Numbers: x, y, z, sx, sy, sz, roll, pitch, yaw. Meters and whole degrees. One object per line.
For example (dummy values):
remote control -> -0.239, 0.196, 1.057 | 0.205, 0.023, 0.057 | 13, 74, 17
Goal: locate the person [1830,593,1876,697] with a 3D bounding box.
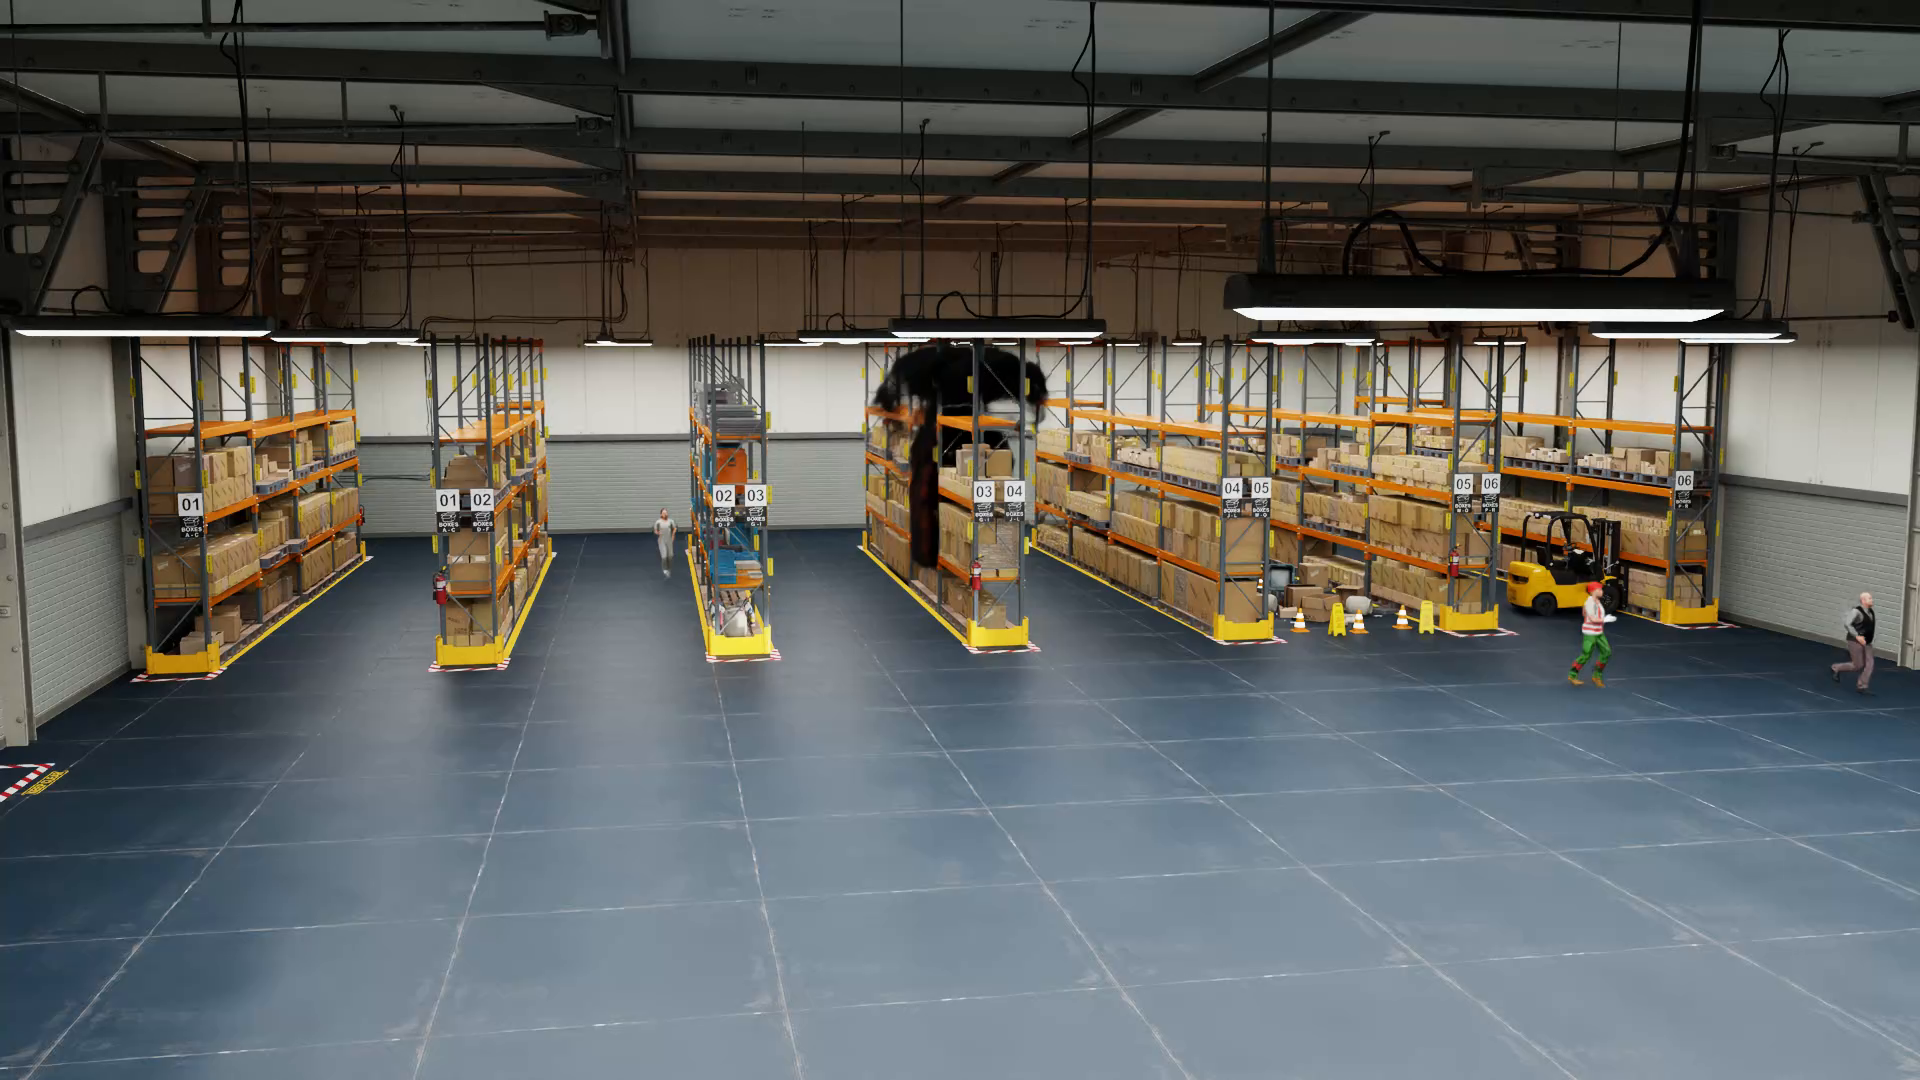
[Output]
person -> 15.004, 1.717, 27.805 | 0.684, 1.705, 0.788 | -4, 8, -32

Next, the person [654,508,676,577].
person -> -7.111, 0.077, 40.239 | 0.553, 1.678, 0.565 | -2, 7, -16

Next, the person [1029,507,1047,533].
person -> 2.377, -0.816, 50.001 | 0.597, 1.707, 0.715 | 3, 7, 24

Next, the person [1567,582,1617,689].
person -> 10.705, 1.620, 28.117 | 0.777, 1.852, 0.664 | 5, 8, 37
